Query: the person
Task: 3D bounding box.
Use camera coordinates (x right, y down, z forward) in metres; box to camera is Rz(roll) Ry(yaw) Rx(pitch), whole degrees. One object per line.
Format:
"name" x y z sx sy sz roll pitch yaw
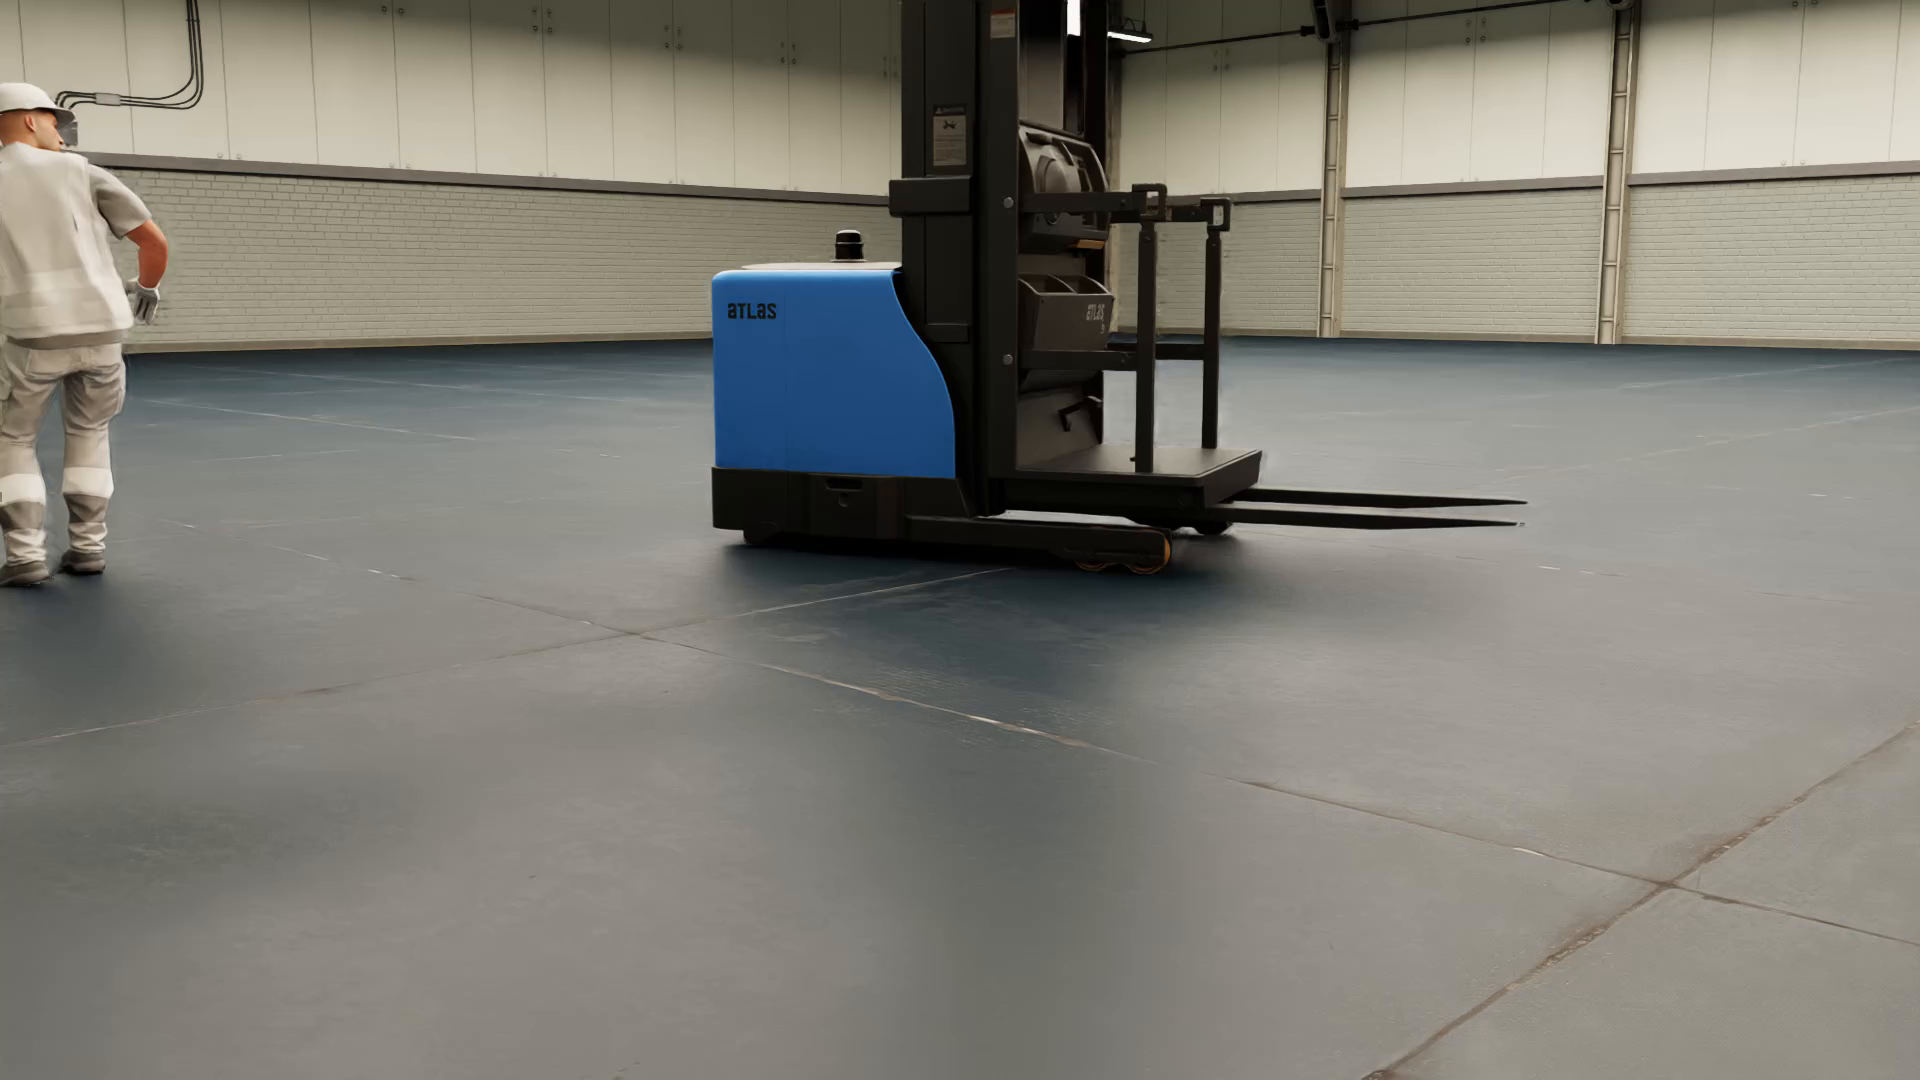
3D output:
"person" -3.197 -0.708 5.799 0.784 1.722 0.675 -7 11 -37

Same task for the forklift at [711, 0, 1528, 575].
"forklift" 0.588 -1.414 6.266 3.031 2.935 1.130 3 9 22
